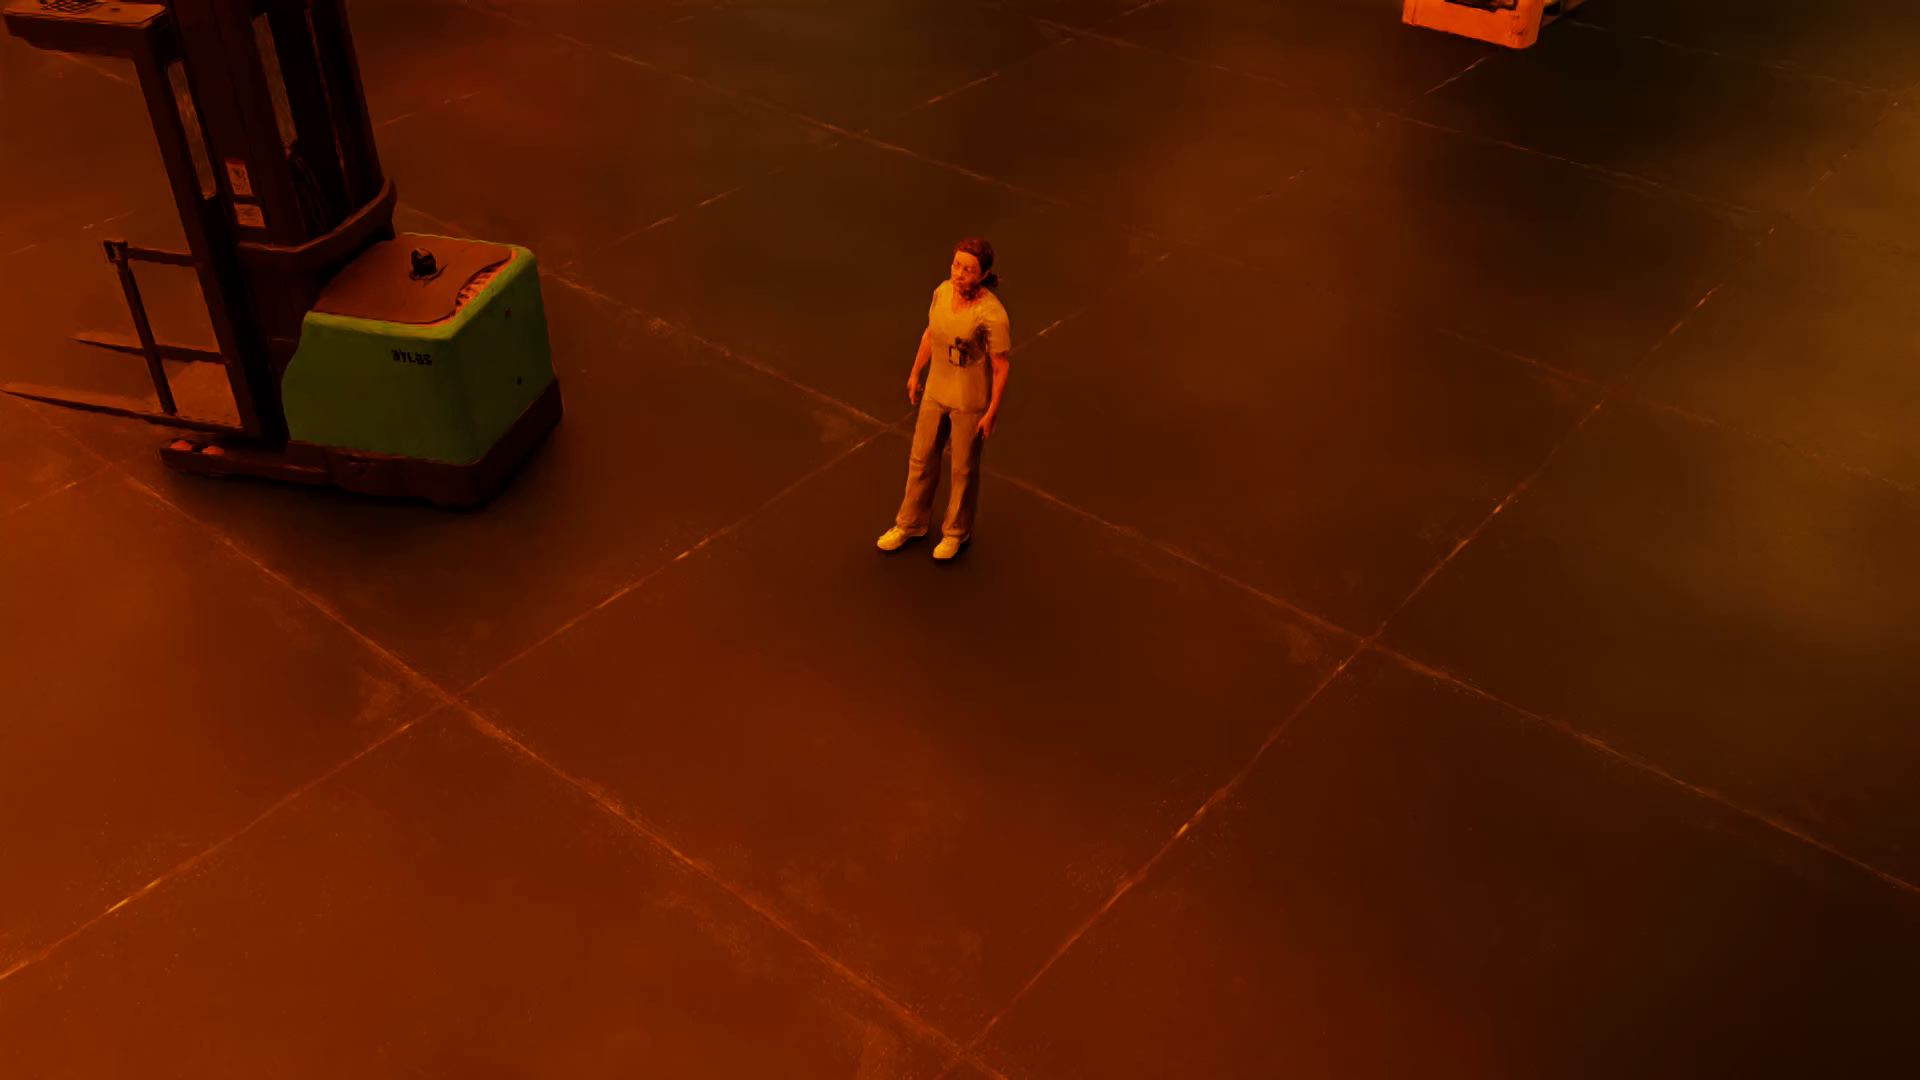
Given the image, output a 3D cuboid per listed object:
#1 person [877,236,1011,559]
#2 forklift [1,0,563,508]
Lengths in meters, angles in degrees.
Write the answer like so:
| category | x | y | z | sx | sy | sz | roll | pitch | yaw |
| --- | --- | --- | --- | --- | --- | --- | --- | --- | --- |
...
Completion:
| category | x | y | z | sx | sy | sz | roll | pitch | yaw |
| --- | --- | --- | --- | --- | --- | --- | --- | --- | --- |
| person | -0.057 | -0.655 | 7.973 | 0.550 | 1.674 | 0.548 | 26 | 43 | 31 |
| forklift | -3.813 | -1.818 | 8.518 | 3.031 | 2.935 | 1.130 | 9 | 37 | 12 |
